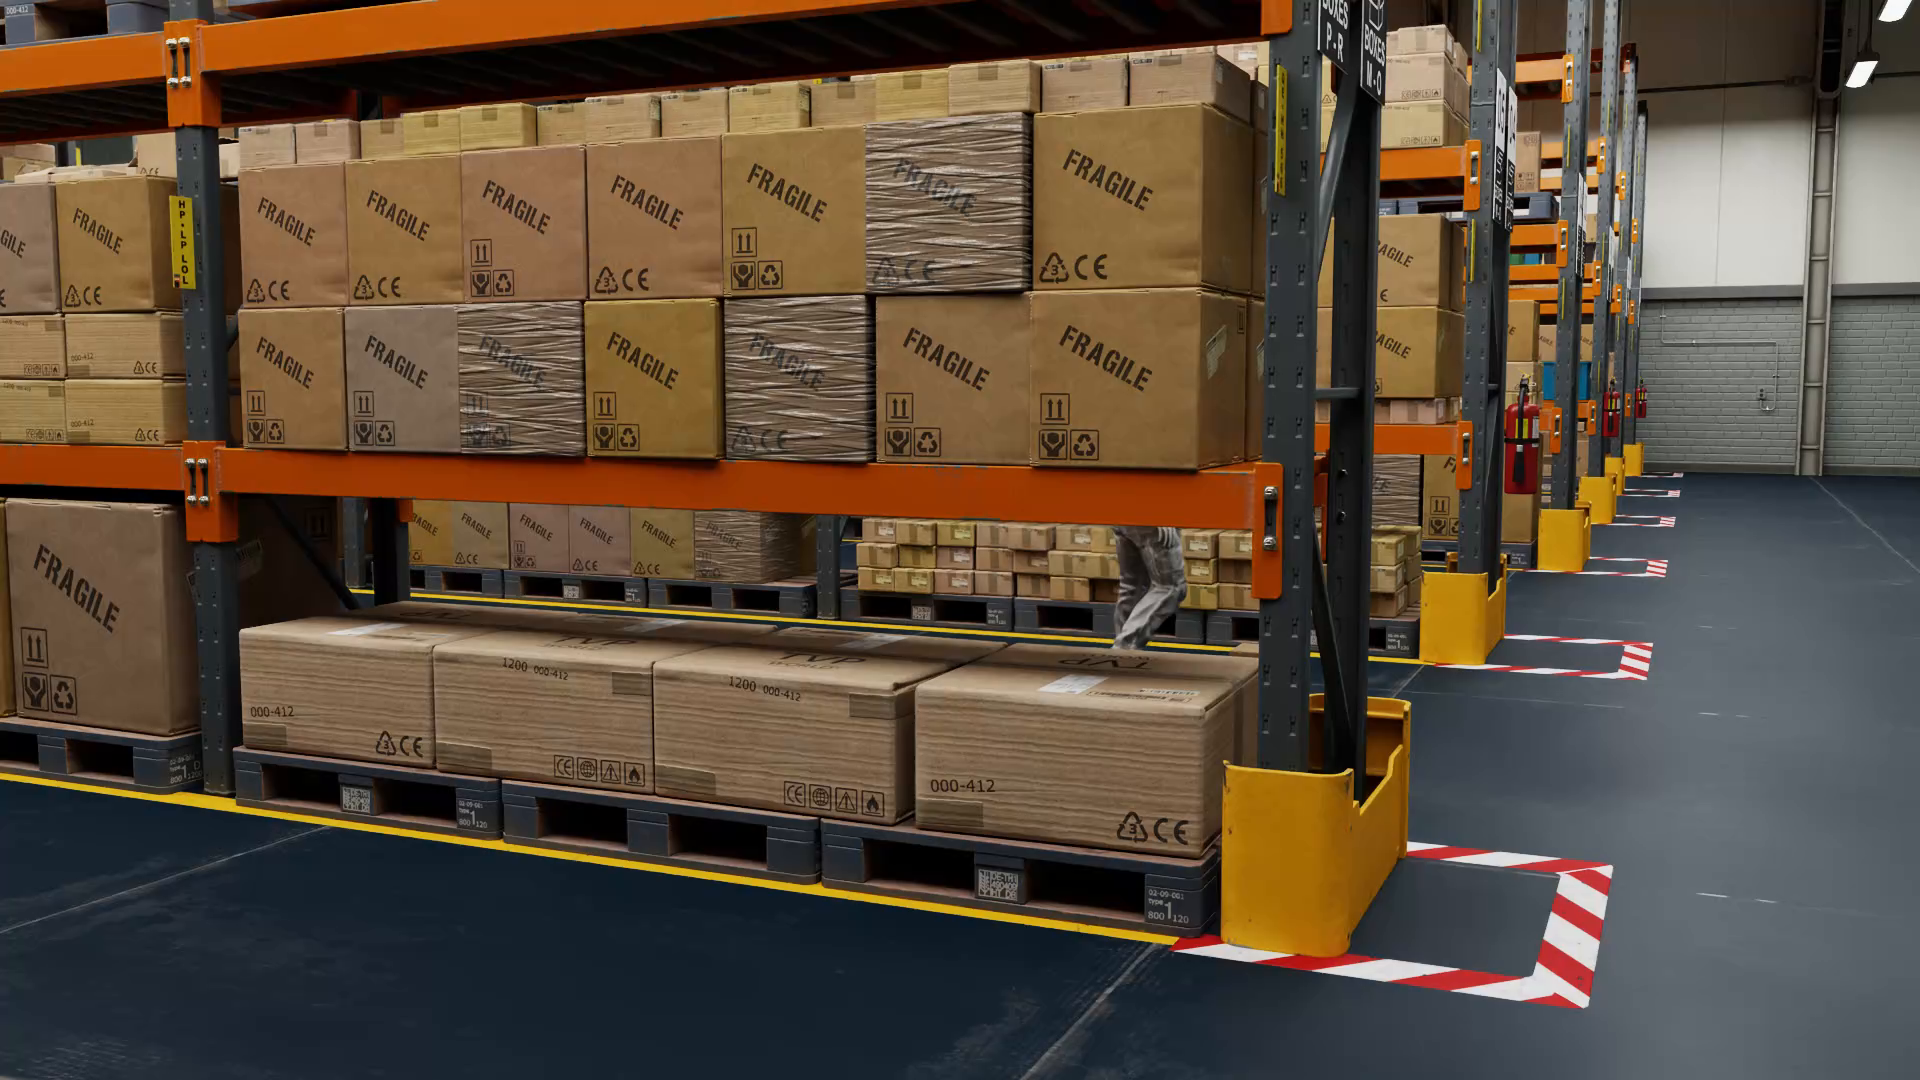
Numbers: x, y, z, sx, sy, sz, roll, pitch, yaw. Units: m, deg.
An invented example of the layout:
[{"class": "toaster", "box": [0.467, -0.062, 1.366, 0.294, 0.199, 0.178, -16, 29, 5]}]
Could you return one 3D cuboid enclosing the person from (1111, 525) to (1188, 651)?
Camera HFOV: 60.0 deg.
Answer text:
[{"class": "person", "box": [0.890, -0.139, 8.213, 0.511, 1.791, 0.592, -1, 6, -14]}]
